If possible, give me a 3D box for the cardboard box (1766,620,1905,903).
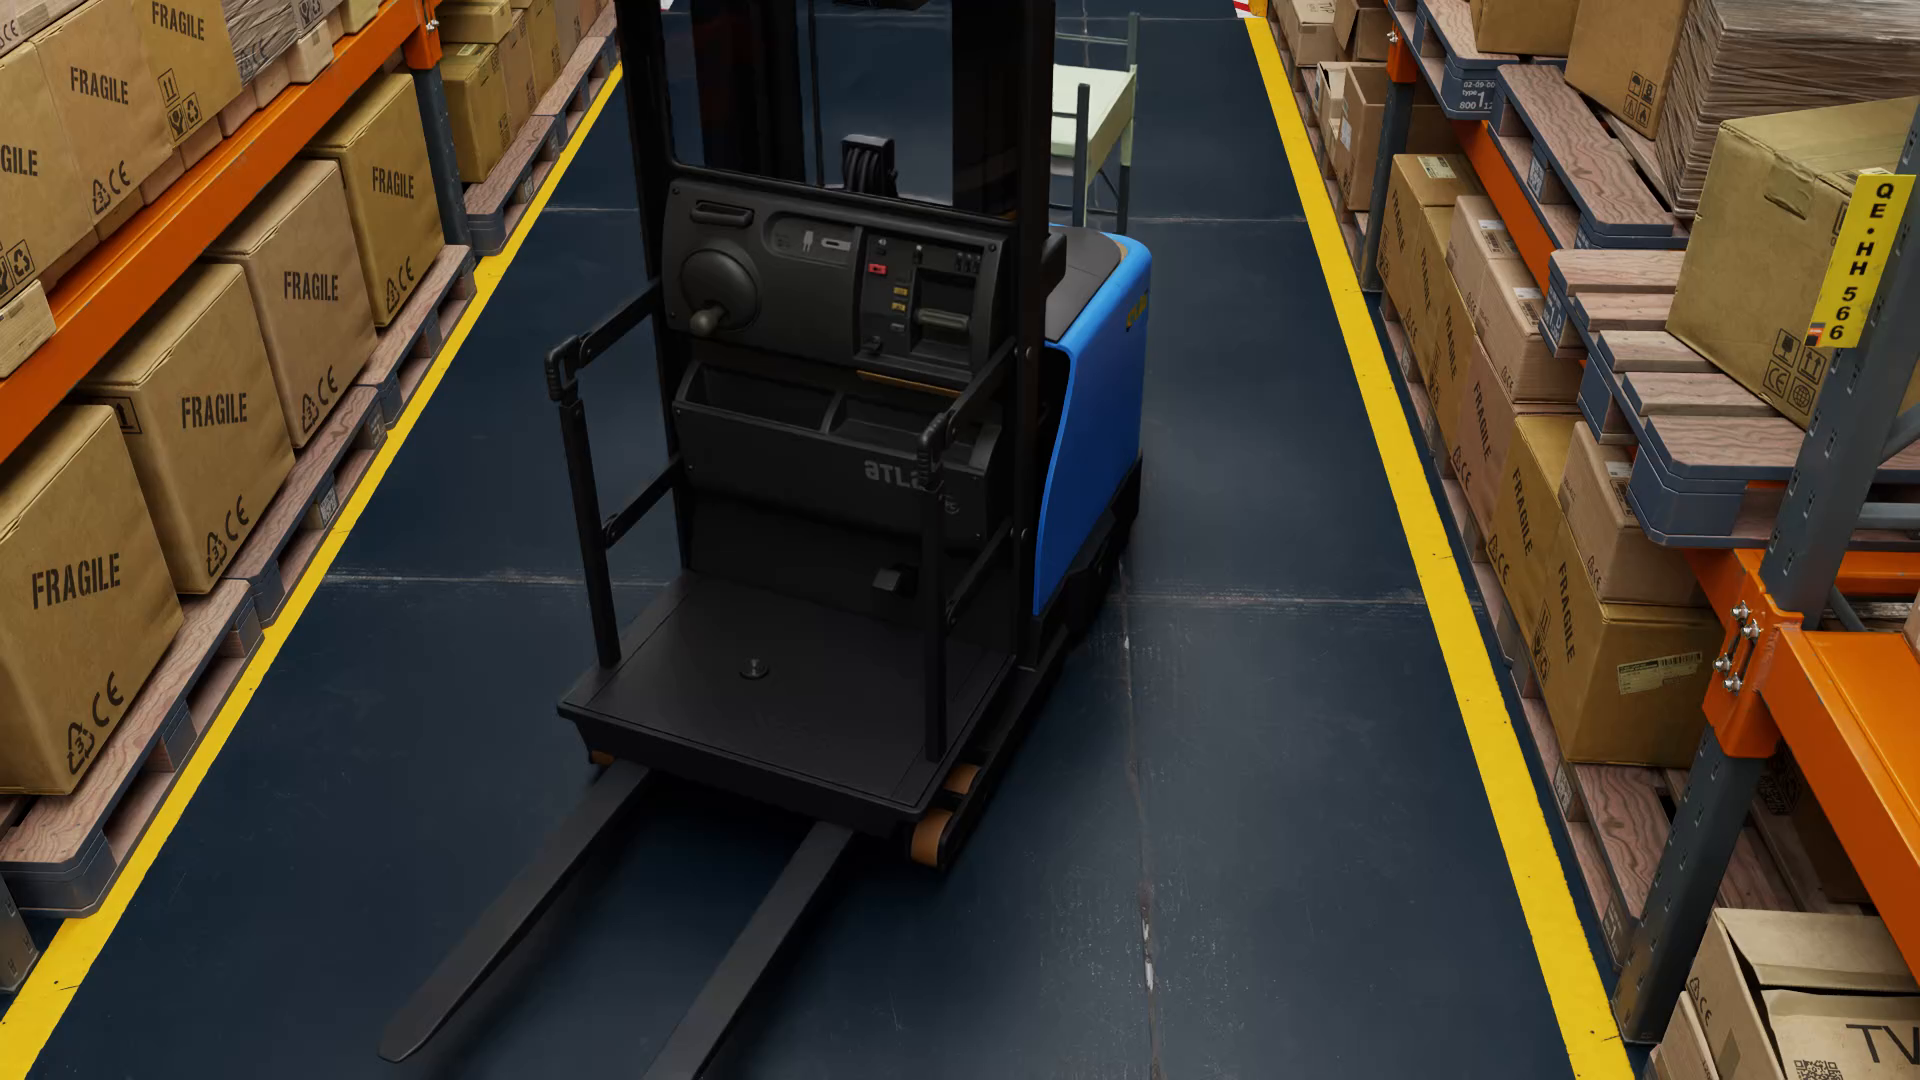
[{"bbox_3d":[2.408,0.557,4.140,0.500,0.500,0.500,3,35,4],"label":"cardboard box"}]

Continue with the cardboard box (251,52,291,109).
[{"bbox_3d":[-2.486,-1.561,5.563,0.380,0.149,0.250,1,35,2],"label":"cardboard box"}]

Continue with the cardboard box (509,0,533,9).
[{"bbox_3d":[-2.336,-2.776,8.335,0.380,0.149,0.250,0,35,1],"label":"cardboard box"}]

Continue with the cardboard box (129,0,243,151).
[{"bbox_3d":[-2.506,-1.472,4.873,0.500,0.500,0.500,2,35,3],"label":"cardboard box"}]

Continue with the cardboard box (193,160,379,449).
[{"bbox_3d":[-2.614,-0.846,5.850,0.750,0.750,0.750,2,35,3],"label":"cardboard box"}]

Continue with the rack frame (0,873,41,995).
[{"bbox_3d":[-2.846,-0.143,3.345,1.000,3.000,0.127,1,35,2],"label":"rack frame"}]

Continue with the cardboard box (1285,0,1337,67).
[{"bbox_3d":[2.080,-2.802,9.137,0.500,0.250,0.500,1,35,2],"label":"cardboard box"}]

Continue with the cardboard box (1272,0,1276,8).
[{"bbox_3d":[2.055,-3.272,9.878,0.380,0.166,0.250,1,35,2],"label":"cardboard box"}]

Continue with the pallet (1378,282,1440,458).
[{"bbox_3d":[2.270,-0.720,6.591,1.003,0.211,1.213,1,35,2],"label":"pallet"}]

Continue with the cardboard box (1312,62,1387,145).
[{"bbox_3d":[2.034,-2.174,8.190,0.500,0.311,0.500,1,35,2],"label":"cardboard box"}]

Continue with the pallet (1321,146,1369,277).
[{"bbox_3d":[2.293,-1.583,7.819,1.003,0.211,1.213,1,35,2],"label":"pallet"}]

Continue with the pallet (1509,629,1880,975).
[{"bbox_3d":[2.172,0.682,4.596,1.003,0.211,1.213,1,35,2],"label":"pallet"}]

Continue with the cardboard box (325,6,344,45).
[{"bbox_3d":[-2.458,-1.853,5.979,0.380,0.149,0.250,2,35,3],"label":"cardboard box"}]

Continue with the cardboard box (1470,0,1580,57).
[{"bbox_3d":[2.058,-1.878,5.362,0.700,0.500,0.500,7,36,9],"label":"cardboard box"}]

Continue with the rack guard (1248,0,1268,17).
[{"bbox_3d":[2.422,-3.561,10.382,1.175,0.500,0.348,1,35,2],"label":"rack guard"}]

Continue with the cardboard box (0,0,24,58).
[{"bbox_3d":[-2.549,-1.185,3.812,0.500,0.250,0.500,1,35,1],"label":"cardboard box"}]

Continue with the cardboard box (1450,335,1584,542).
[{"bbox_3d":[1.943,-0.330,5.402,0.500,0.500,0.500,0,35,0],"label":"cardboard box"}]

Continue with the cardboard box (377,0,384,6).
[{"bbox_3d":[-2.416,-2.146,6.396,0.380,0.149,0.250,2,35,2],"label":"cardboard box"}]

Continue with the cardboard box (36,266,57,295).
[{"bbox_3d":[-2.600,-0.675,4.303,0.380,0.149,0.250,1,35,1],"label":"cardboard box"}]

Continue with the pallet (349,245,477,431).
[{"bbox_3d":[-2.641,-0.855,6.784,1.003,0.211,1.213,1,35,2],"label":"pallet"}]

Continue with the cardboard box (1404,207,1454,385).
[{"bbox_3d":[1.991,-0.907,6.224,0.500,0.500,0.500,2,35,3],"label":"cardboard box"}]

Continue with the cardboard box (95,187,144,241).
[{"bbox_3d":[-2.578,-0.972,4.726,0.380,0.149,0.250,2,35,3],"label":"cardboard box"}]

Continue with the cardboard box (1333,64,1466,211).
[{"bbox_3d":[2.004,-1.820,7.523,0.500,0.500,0.500,1,35,2],"label":"cardboard box"}]

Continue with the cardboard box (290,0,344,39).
[{"bbox_3d":[-2.463,-2.048,5.692,0.500,0.500,0.500,2,35,2],"label":"cardboard box"}]

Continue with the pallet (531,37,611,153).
[{"bbox_3d":[-2.530,-2.438,9.036,1.003,0.211,1.213,1,35,2],"label":"pallet"}]

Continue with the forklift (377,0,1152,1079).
[{"bbox_3d":[-0.417,-0.593,4.045,1.130,2.935,3.031,14,37,18],"label":"forklift"}]

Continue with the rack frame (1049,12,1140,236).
[{"bbox_3d":[0.425,-1.229,6.195,0.400,1.500,0.023,10,36,14],"label":"rack frame"}]

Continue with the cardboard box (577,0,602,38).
[{"bbox_3d":[-2.473,-3.197,9.498,0.700,0.500,0.500,1,35,2],"label":"cardboard box"}]

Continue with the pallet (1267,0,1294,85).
[{"bbox_3d":[2.391,-2.985,9.813,1.003,0.211,1.213,1,35,2],"label":"pallet"}]

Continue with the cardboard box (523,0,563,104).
[{"bbox_3d":[-2.507,-2.601,8.651,0.700,0.500,0.500,2,35,3],"label":"cardboard box"}]

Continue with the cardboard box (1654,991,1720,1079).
[{"bbox_3d":[1.789,1.216,3.437,0.500,0.250,0.500,1,35,2],"label":"cardboard box"}]

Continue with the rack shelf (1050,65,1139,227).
[{"bbox_3d":[0.317,-1.347,5.684,0.431,0.370,0.720,10,36,14],"label":"rack shelf"}]

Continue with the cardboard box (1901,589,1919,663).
[{"bbox_3d":[2.046,0.213,2.915,0.500,0.311,0.500,3,35,5],"label":"cardboard box"}]

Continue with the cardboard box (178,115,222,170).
[{"bbox_3d":[-2.533,-1.265,5.142,0.380,0.149,0.250,2,35,3],"label":"cardboard box"}]

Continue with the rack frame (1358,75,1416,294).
[{"bbox_3d":[2.264,-2.329,6.455,1.000,3.000,0.127,1,35,2],"label":"rack frame"}]

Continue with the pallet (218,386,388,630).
[{"bbox_3d":[-2.687,-0.153,5.784,1.003,0.211,1.213,1,35,2],"label":"pallet"}]

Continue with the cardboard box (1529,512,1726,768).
[{"bbox_3d":[1.907,0.269,4.550,0.500,0.500,0.500,3,35,4],"label":"cardboard box"}]

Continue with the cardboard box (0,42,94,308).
[{"bbox_3d":[-2.540,-0.888,4.042,0.500,0.500,0.500,2,35,3],"label":"cardboard box"}]

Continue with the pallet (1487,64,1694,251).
[{"bbox_3d":[2.177,-1.070,4.831,1.003,0.211,1.213,1,35,2],"label":"pallet"}]

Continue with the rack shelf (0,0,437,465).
[{"bbox_3d":[-2.766,-0.998,5.187,1.077,0.370,4.000,1,35,2],"label":"rack shelf"}]

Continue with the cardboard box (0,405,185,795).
[{"bbox_3d":[-2.685,0.145,4.439,0.750,0.750,0.750,1,35,1],"label":"cardboard box"}]

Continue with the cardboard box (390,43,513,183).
[{"bbox_3d":[-2.553,-2.018,7.821,0.700,0.500,0.500,2,35,2],"label":"cardboard box"}]

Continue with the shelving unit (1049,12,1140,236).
[{"bbox_3d":[0.317,-1.028,5.909,0.431,1.500,0.755,10,36,14],"label":"shelving unit"}]

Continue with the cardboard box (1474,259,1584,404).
[{"bbox_3d":[1.942,-0.658,5.217,0.500,0.250,0.500,1,35,1],"label":"cardboard box"}]

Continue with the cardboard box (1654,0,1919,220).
[{"bbox_3d":[2.244,-1.129,4.296,0.700,0.500,0.500,8,36,11],"label":"cardboard box"}]

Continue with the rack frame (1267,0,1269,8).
[{"bbox_3d":[2.425,-4.627,9.725,1.000,3.000,0.127,1,35,2],"label":"rack frame"}]

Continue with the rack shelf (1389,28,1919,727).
[{"bbox_3d":[2.184,-0.886,5.027,1.077,0.370,4.000,1,35,2],"label":"rack shelf"}]
